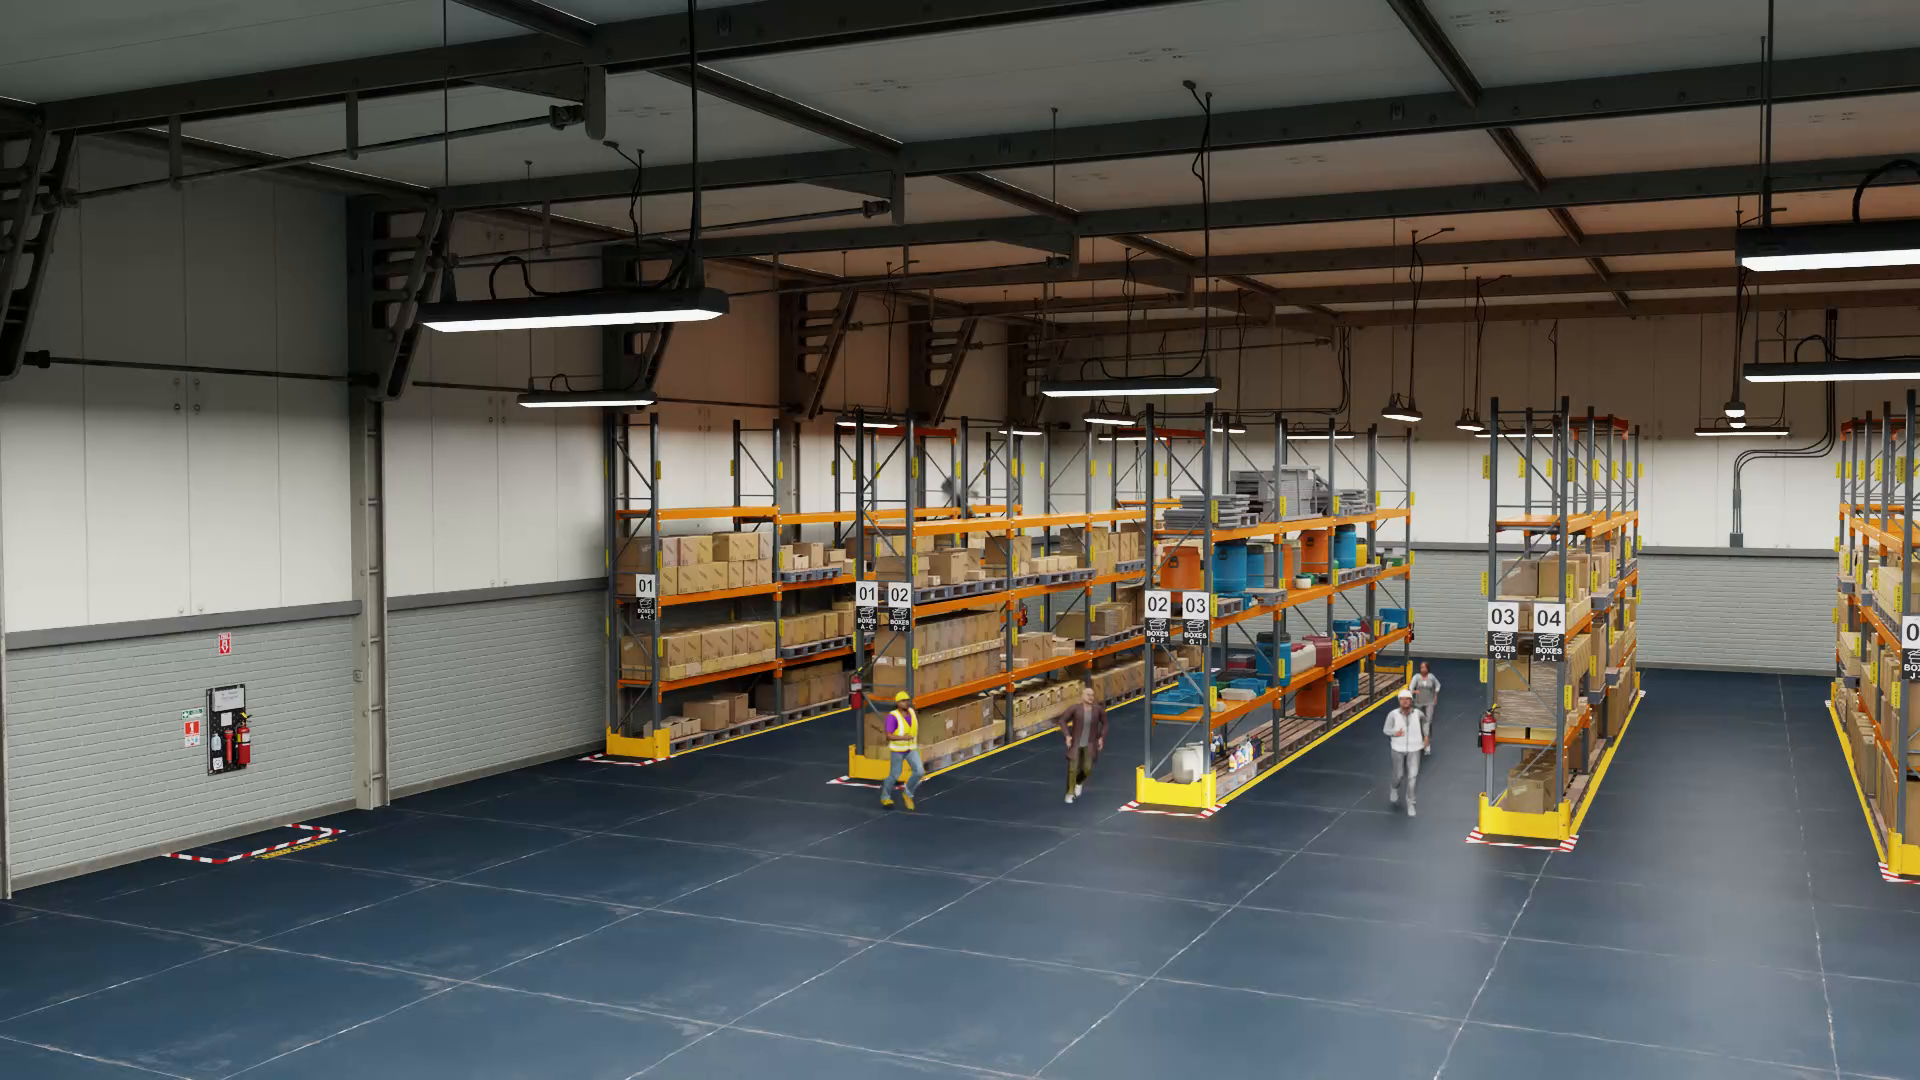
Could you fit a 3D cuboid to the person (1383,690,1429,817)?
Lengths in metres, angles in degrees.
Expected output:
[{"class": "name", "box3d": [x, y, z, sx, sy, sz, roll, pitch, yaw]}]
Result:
[{"class": "person", "box3d": [6.553, 3.086, 24.429, 0.665, 1.806, 0.954, 1, 2, 12]}]

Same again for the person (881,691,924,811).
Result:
[{"class": "person", "box3d": [-0.816, 3.090, 24.415, 0.711, 1.757, 0.860, -2, 3, -35]}]

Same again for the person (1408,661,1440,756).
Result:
[{"class": "person", "box3d": [8.214, 2.957, 29.468, 0.522, 1.637, 0.729, 1, 3, 21]}]

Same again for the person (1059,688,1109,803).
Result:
[{"class": "person", "box3d": [1.878, 3.098, 25.096, 0.771, 1.725, 0.512, 0, 2, -1]}]
